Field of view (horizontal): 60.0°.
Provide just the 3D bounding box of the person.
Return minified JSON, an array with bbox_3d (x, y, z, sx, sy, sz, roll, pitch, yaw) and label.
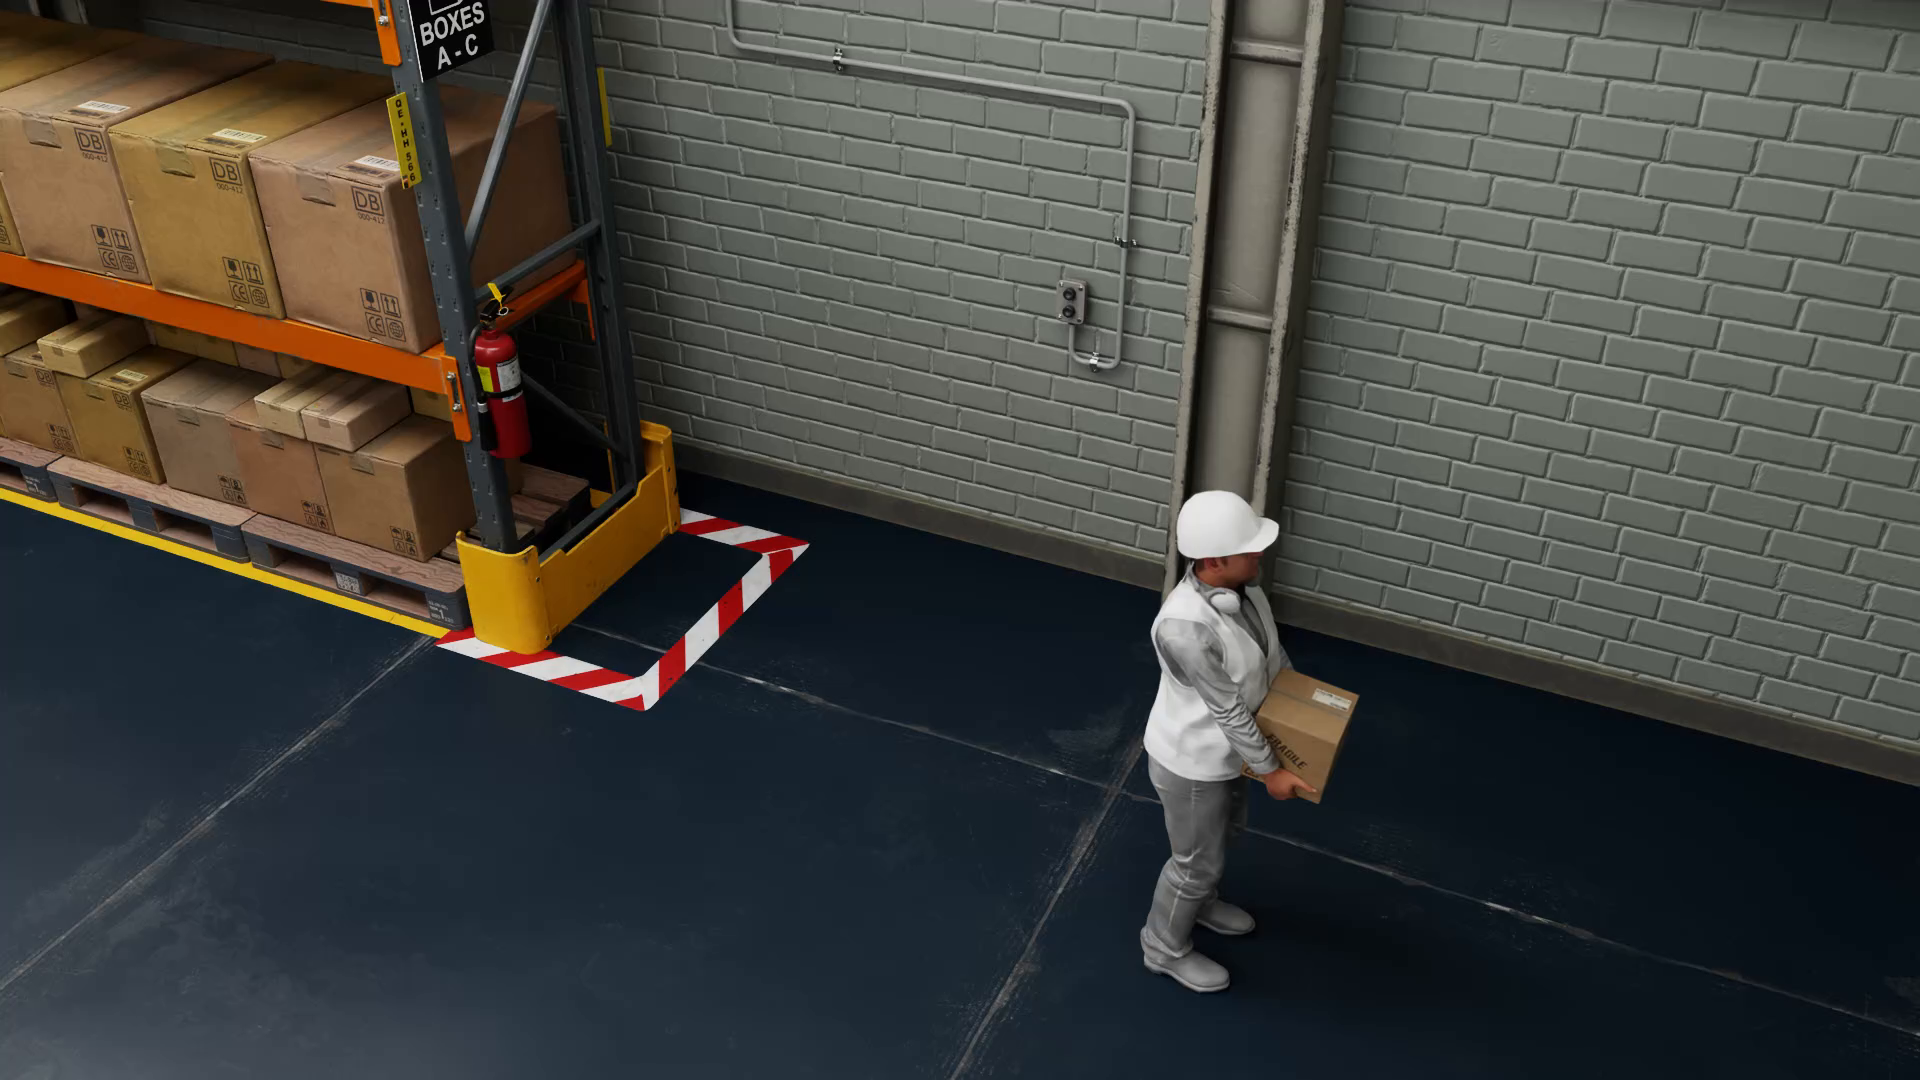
[{"bbox_3d":[0.866,0.642,5.151,0.554,1.768,0.495,15,36,21],"label":"person"}]
